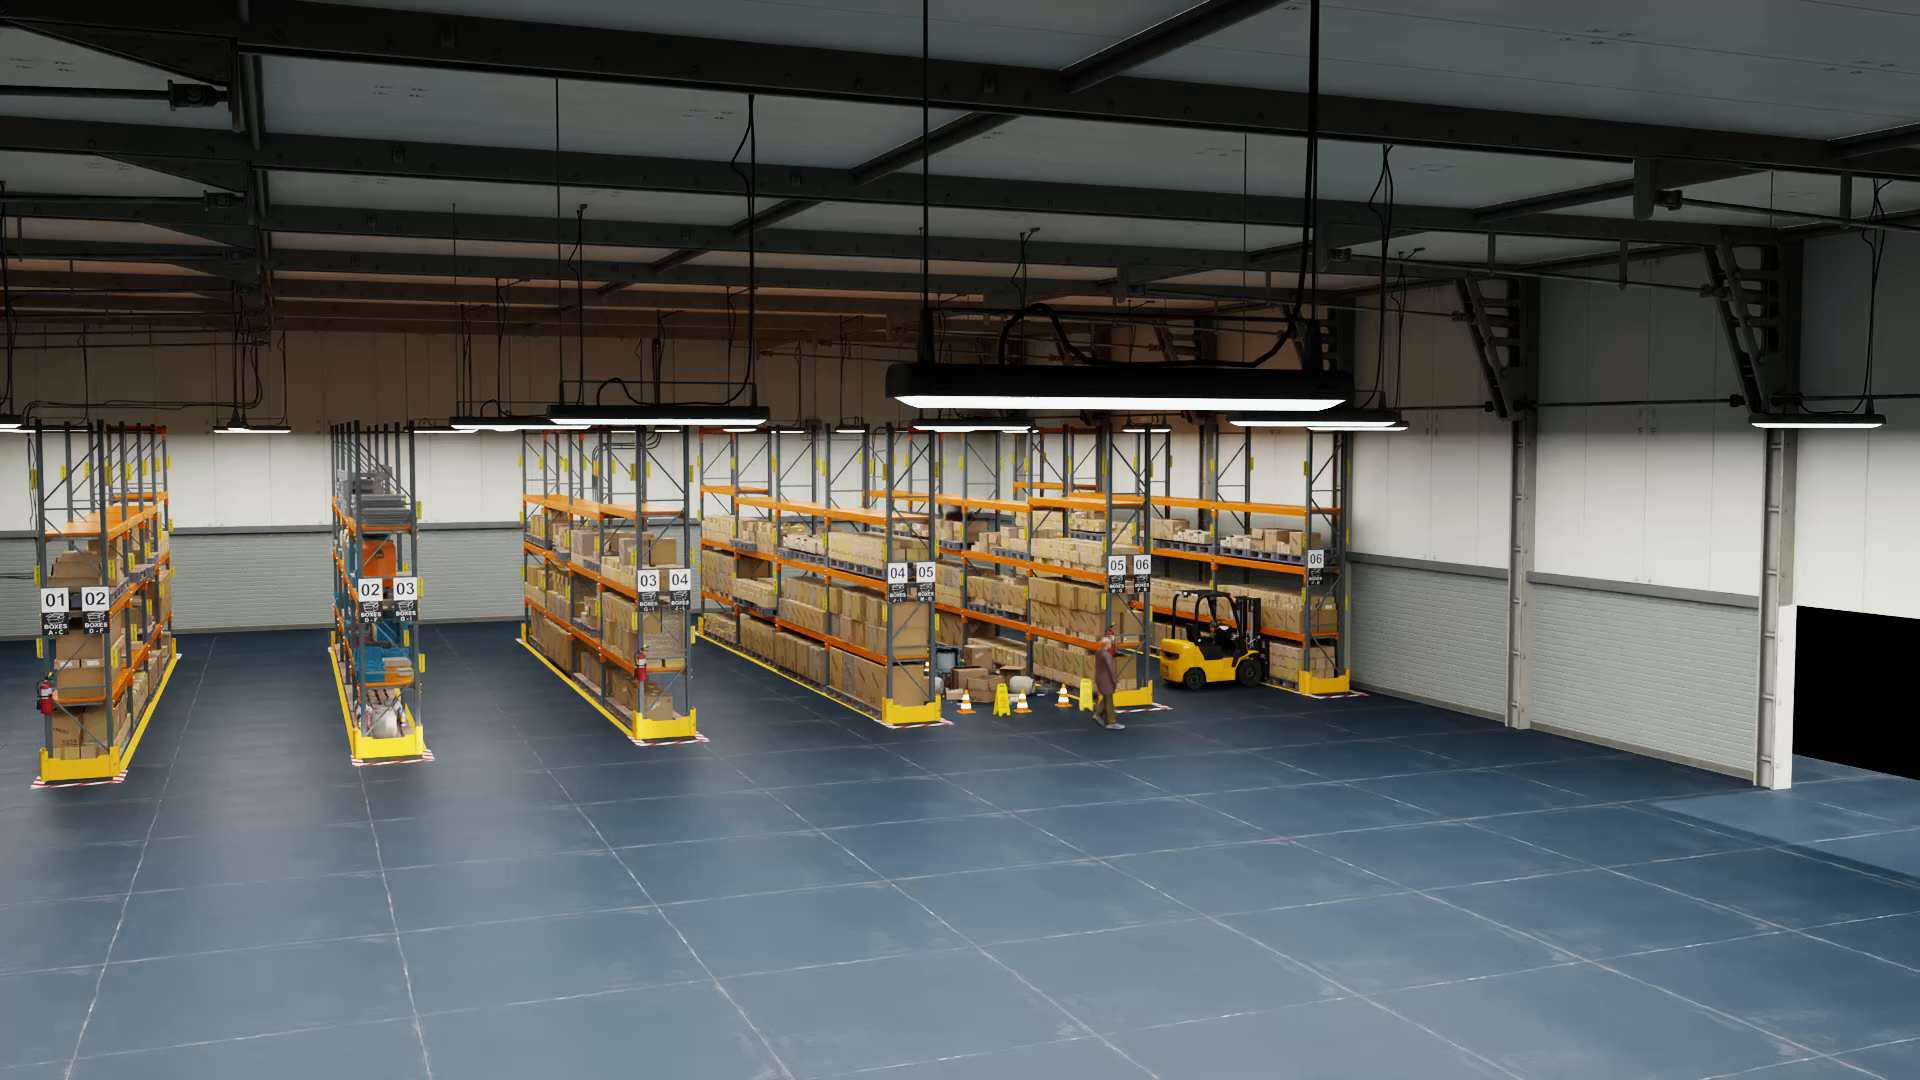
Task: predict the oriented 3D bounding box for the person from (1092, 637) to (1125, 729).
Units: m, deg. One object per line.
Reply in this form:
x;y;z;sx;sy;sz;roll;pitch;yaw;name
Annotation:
2.880;2.794;32.586;0.584;1.788;0.733;-1;4;-16;person

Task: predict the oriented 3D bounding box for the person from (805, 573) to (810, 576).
-4.504;1.825;49.326;0.502;1.670;0.411;1;4;18;person
